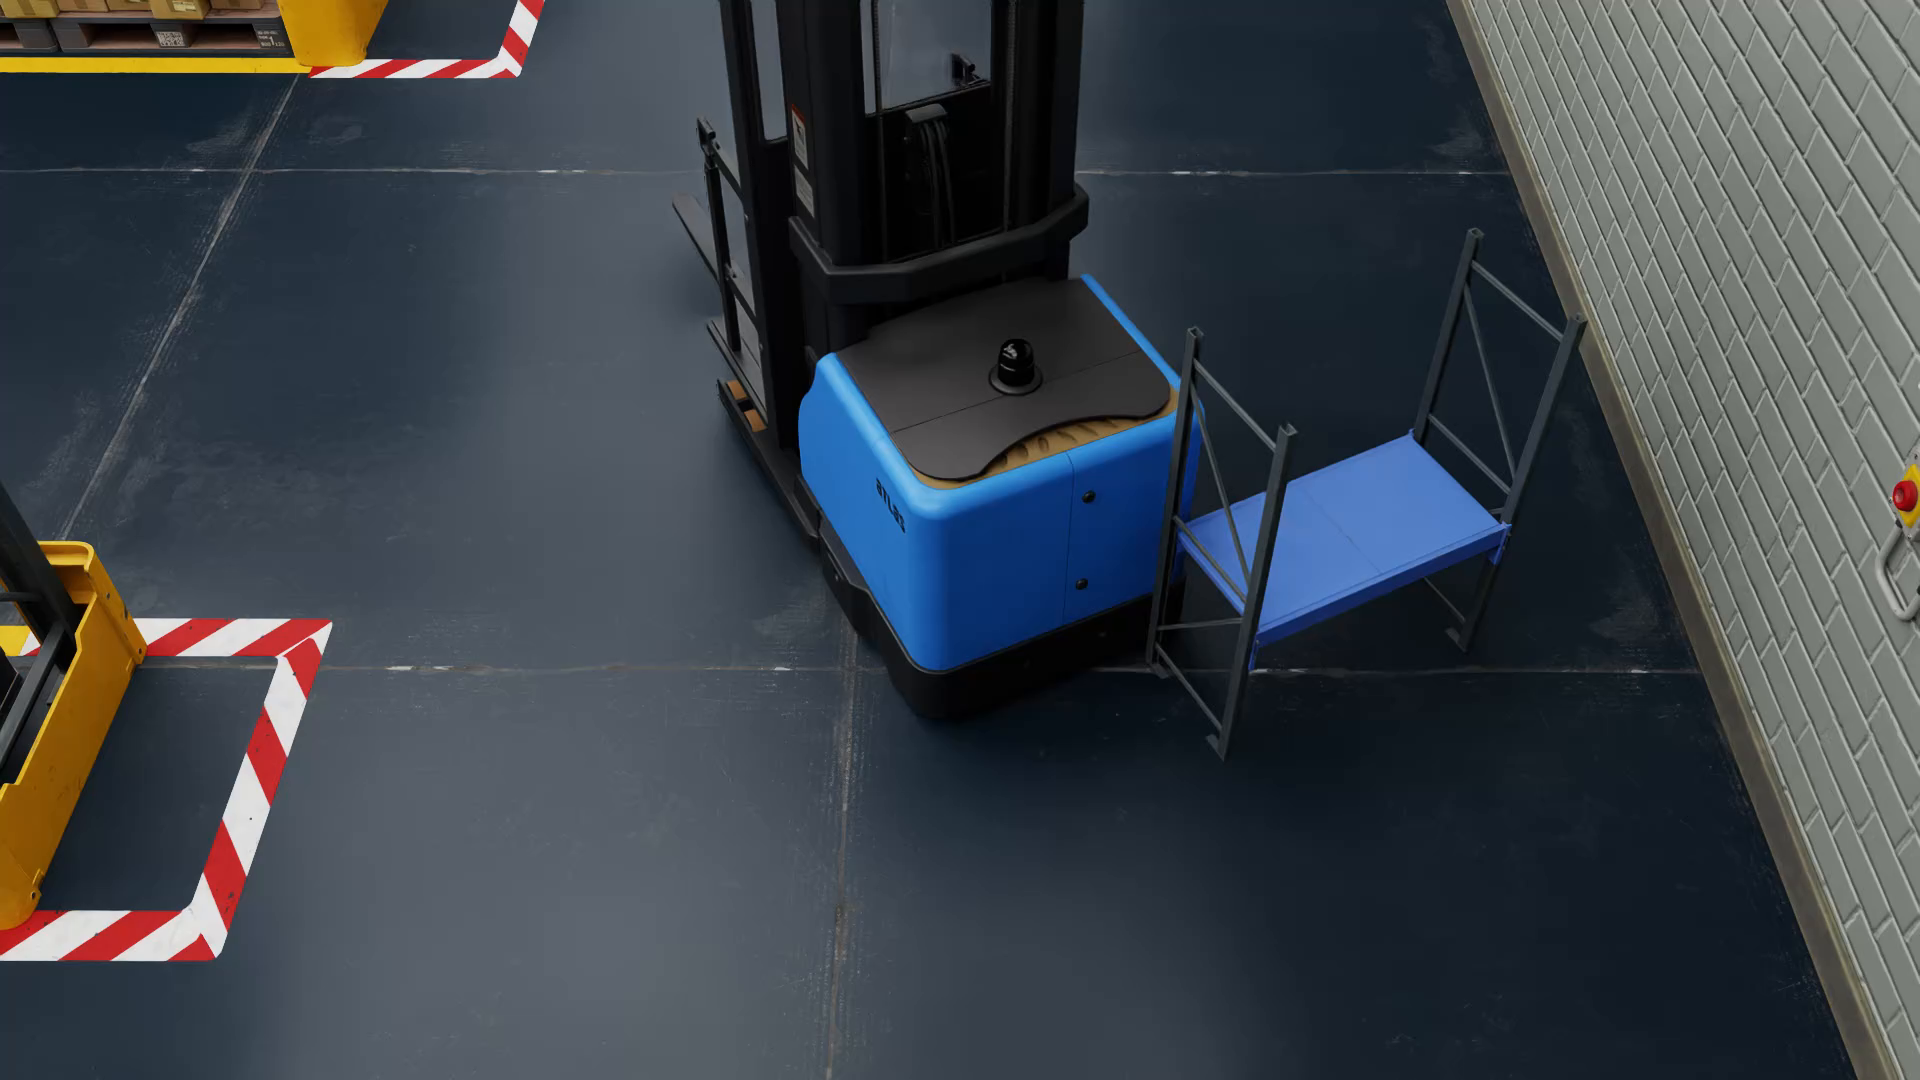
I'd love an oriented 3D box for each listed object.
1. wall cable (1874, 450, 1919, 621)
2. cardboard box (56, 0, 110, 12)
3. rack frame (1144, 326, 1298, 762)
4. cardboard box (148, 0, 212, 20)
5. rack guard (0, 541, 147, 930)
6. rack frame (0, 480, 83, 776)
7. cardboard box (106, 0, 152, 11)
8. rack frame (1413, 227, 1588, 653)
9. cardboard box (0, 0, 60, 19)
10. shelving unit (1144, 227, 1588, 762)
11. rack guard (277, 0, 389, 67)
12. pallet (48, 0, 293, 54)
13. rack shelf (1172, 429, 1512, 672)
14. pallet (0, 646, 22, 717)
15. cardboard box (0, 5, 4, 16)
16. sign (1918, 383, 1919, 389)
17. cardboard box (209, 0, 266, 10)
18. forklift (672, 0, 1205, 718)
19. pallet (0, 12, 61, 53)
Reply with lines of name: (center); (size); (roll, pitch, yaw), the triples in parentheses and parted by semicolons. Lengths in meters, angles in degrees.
wall cable: (2.563, -0.606, 4.049); (0.123, 1.953, 0.585); (0, 47, 0)
cardboard box: (-4.454, -2.873, 8.536); (0.250, 0.149, 0.380); (1, 47, 1)
rack frame: (0.779, 0.064, 5.165); (0.032, 1.500, 0.500); (-21, 50, -18)
cardboard box: (-3.943, -2.818, 8.485); (0.250, 0.149, 0.380); (1, 47, 1)
rack guard: (-3.051, 0.604, 5.346); (0.348, 0.500, 1.175); (0, 47, 0)
rack frame: (-3.075, -0.248, 4.431); (0.127, 3.000, 1.000); (0, 47, 0)
cardboard box: (-4.207, -2.882, 8.544); (0.250, 0.149, 0.380); (0, 47, 0)
rack frame: (1.681, -0.279, 5.485); (0.032, 1.500, 0.500); (-21, 50, -18)
cardboard box: (-4.709, -2.828, 8.494); (0.250, 0.149, 0.380); (-2, 47, -2)
shelving unit: (1.230, -0.107, 5.325); (1.048, 1.500, 0.538); (-21, 50, -18)
rack guard: (-3.234, -3.020, 8.719); (0.348, 0.500, 1.175); (0, 47, 0)
pallet: (-4.046, -2.949, 8.851); (1.213, 0.211, 1.003); (0, 47, 0)
rack shelf: (1.230, 0.015, 5.457); (1.000, 0.185, 0.538); (-21, 50, -18)
pallet: (-3.875, 0.758, 5.401); (1.213, 0.211, 1.003); (0, 47, 0)
cardboard box: (-4.982, -2.843, 8.508); (0.250, 0.149, 0.380); (1, 47, 1)
sign: (2.625, -0.376, 4.367); (0.001, 0.218, 0.327); (0, 47, 0)
cardboard box: (-3.685, -2.892, 8.553); (0.250, 0.149, 0.380); (1, 47, 1)
forklift: (-0.313, -1.487, 5.632); (1.130, 2.935, 3.031); (-20, 50, -17)
pallet: (-5.263, -2.955, 8.856); (1.213, 0.211, 1.003); (0, 47, 0)
